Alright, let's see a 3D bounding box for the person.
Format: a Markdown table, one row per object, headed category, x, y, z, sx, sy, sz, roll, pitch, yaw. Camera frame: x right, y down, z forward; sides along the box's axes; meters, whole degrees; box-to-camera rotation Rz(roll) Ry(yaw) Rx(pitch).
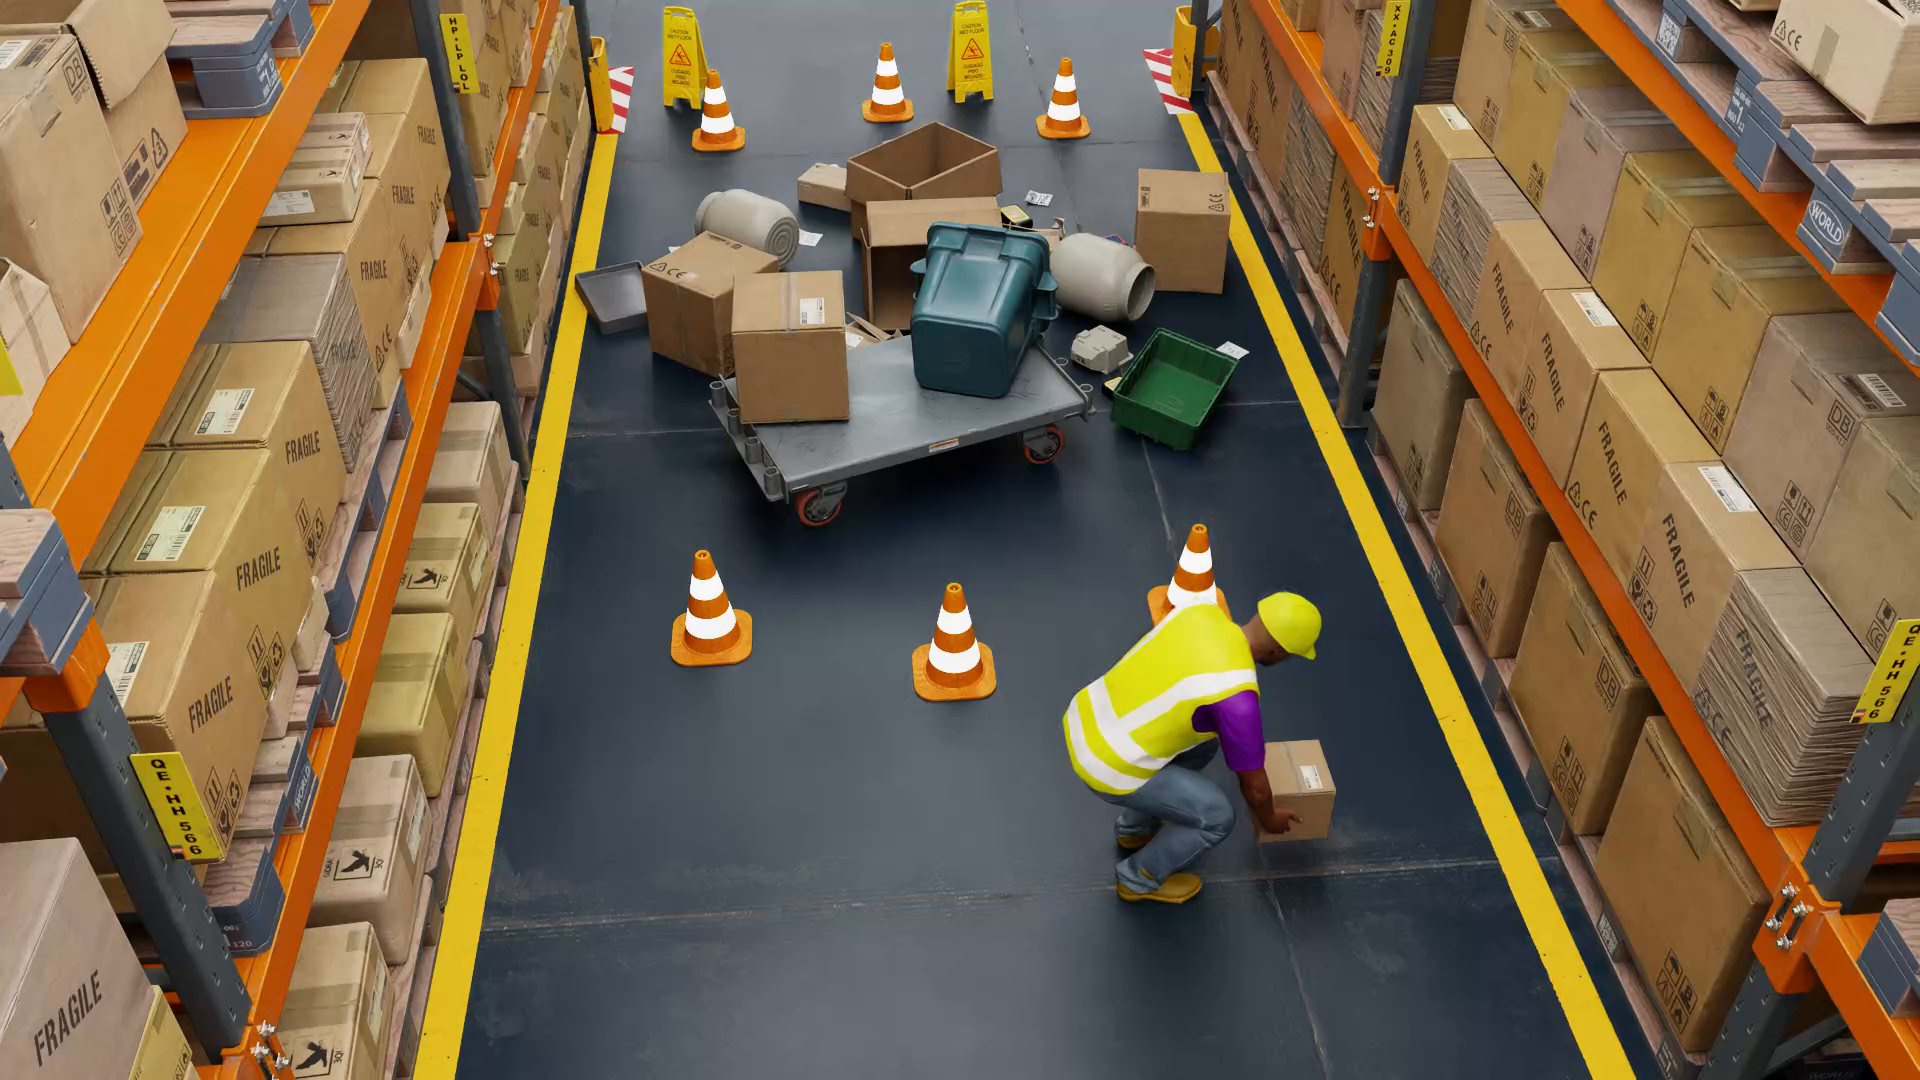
| category | x | y | z | sx | sy | sz | roll | pitch | yaw |
| --- | --- | --- | --- | --- | --- | --- | --- | --- | --- |
| person | 0.773 | 0.678 | 5.743 | 0.839 | 1.207 | 0.620 | -3 | 39 | -4 |
